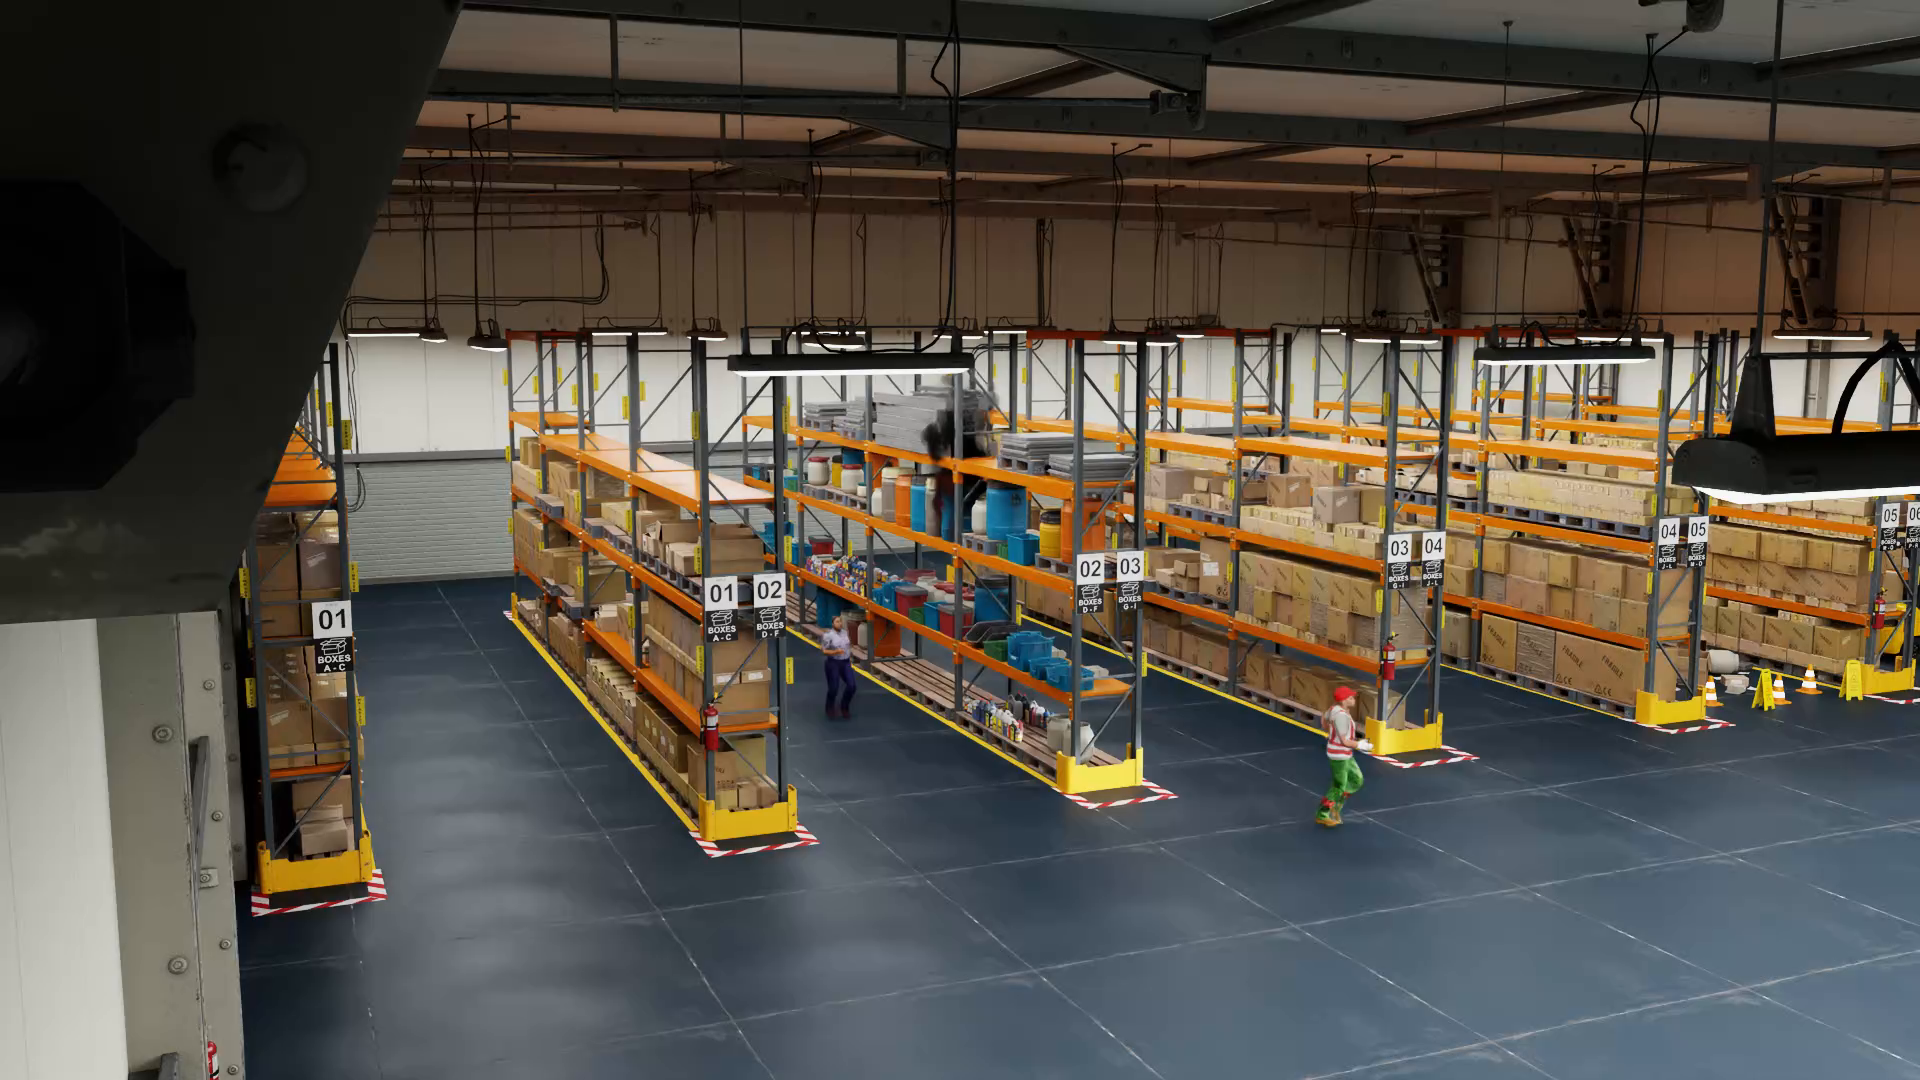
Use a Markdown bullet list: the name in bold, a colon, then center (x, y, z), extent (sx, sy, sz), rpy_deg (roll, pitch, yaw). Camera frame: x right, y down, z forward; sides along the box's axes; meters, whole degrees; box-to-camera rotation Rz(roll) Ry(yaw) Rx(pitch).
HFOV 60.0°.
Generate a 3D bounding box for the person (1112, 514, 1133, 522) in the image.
- **person**: center (3.925, -0.137, 41.574), extent (0.661, 1.691, 0.792), rpy_deg (-1, 8, -8)

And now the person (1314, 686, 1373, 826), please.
- **person**: center (4.746, 2.677, 20.529), extent (0.676, 1.785, 0.686), rpy_deg (2, 8, 12)

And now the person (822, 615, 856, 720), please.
- **person**: center (-1.885, 2.003, 26.000), extent (0.586, 1.676, 0.661), rpy_deg (-5, 9, -32)
